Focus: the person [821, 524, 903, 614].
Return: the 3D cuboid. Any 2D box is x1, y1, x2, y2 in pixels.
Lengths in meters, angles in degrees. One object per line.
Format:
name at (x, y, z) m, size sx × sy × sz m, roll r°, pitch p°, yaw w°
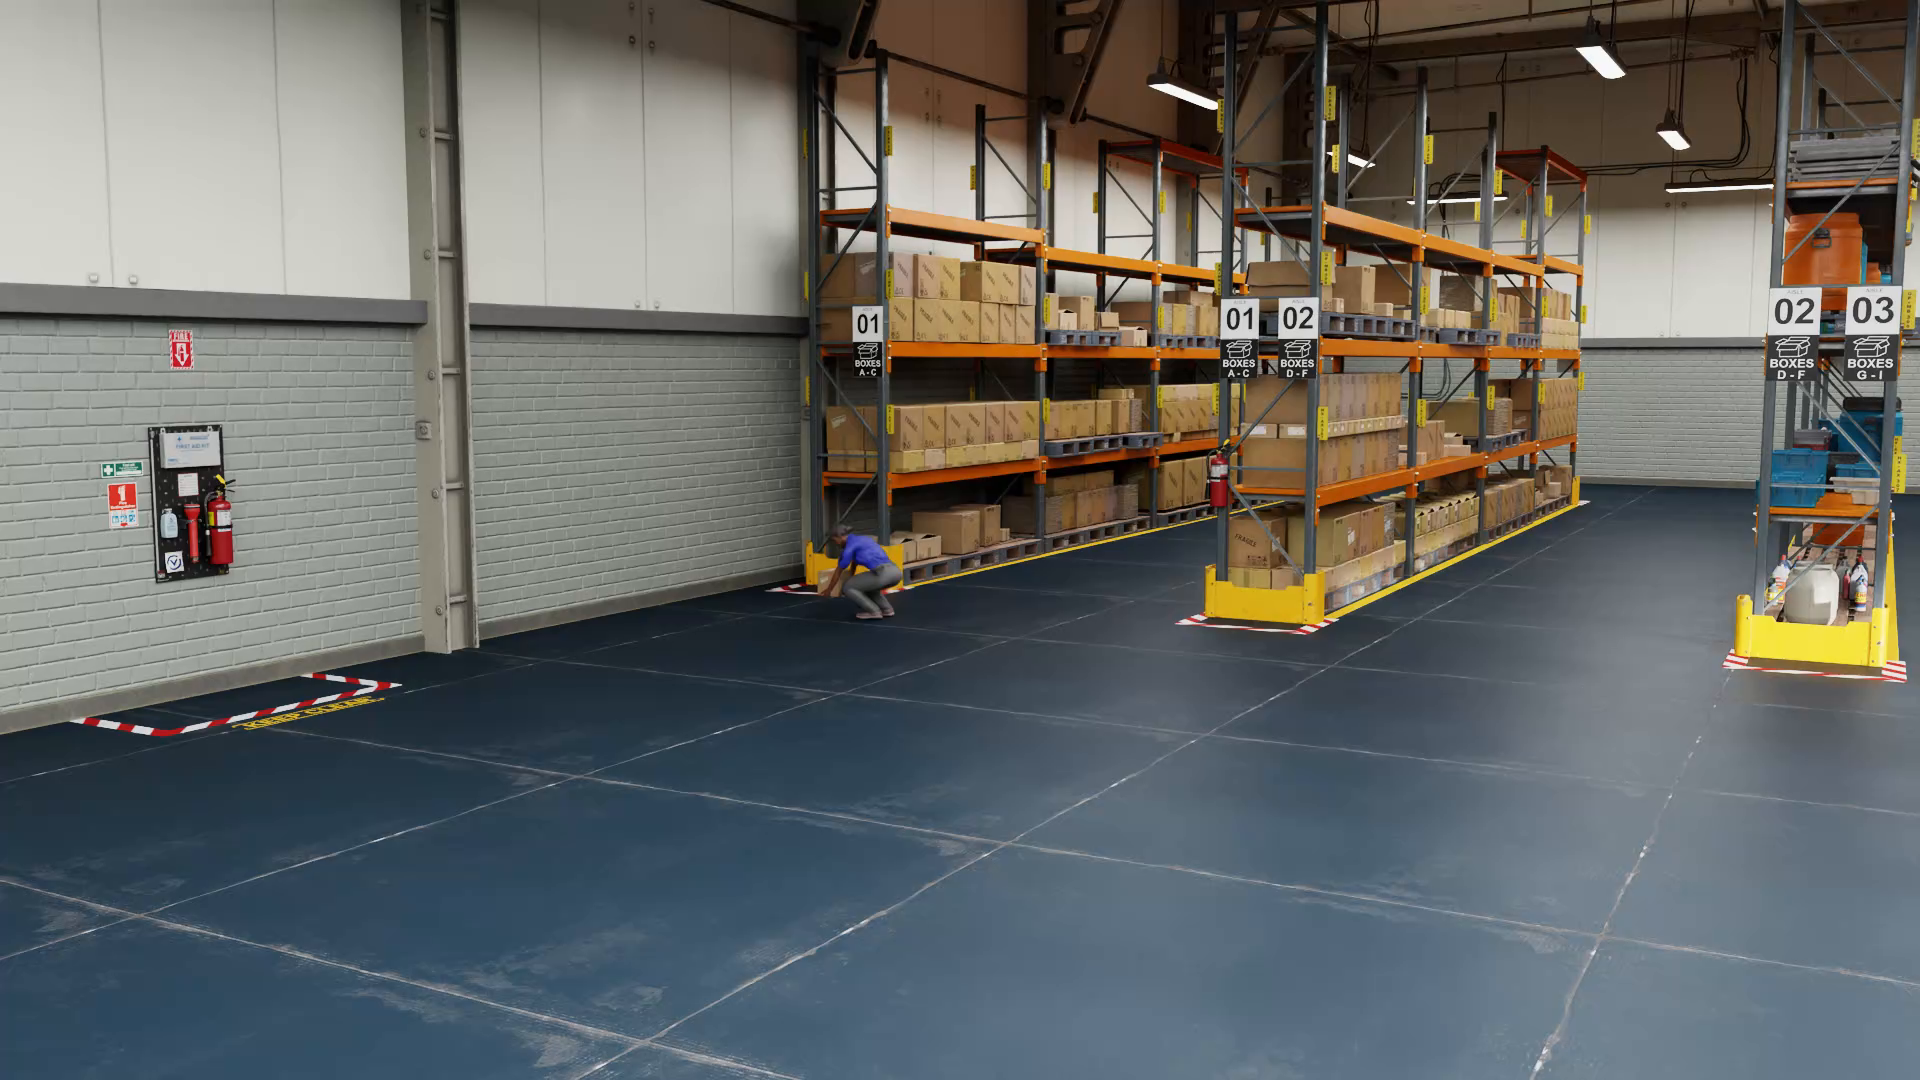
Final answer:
person at (-0.997, 0.291, 16.868) m, size 0.835 × 0.905 × 0.462 m, roll 3°, pitch 7°, yaw 27°
